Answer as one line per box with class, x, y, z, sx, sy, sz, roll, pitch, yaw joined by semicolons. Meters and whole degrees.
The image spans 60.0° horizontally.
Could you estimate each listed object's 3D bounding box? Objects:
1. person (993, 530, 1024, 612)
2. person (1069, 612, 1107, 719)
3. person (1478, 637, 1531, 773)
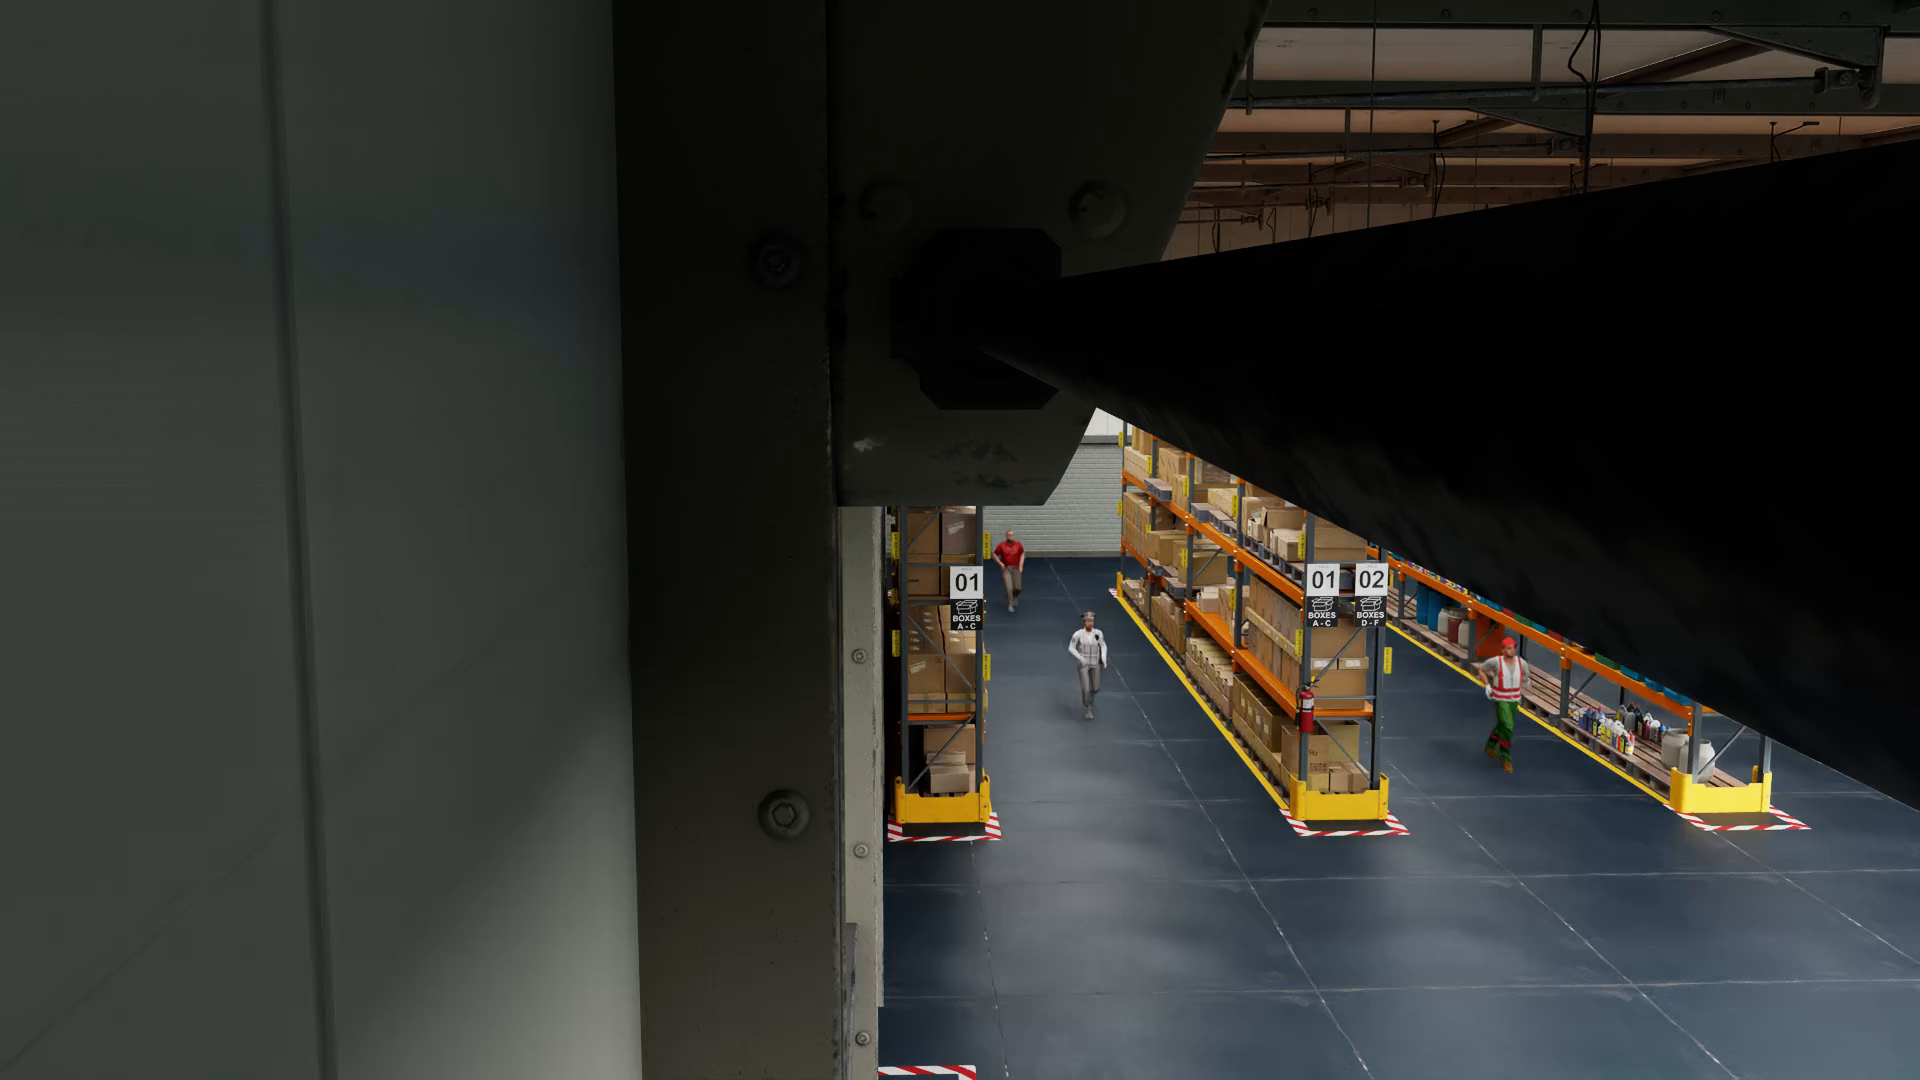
person;1.027;0.635;34.676;0.672;1.698;0.607;-1;8;-9
person;1.989;1.921;25.713;0.616;1.660;0.514;-1;8;-7
person;7.540;2.242;22.948;0.618;1.850;0.800;-2;8;-15
